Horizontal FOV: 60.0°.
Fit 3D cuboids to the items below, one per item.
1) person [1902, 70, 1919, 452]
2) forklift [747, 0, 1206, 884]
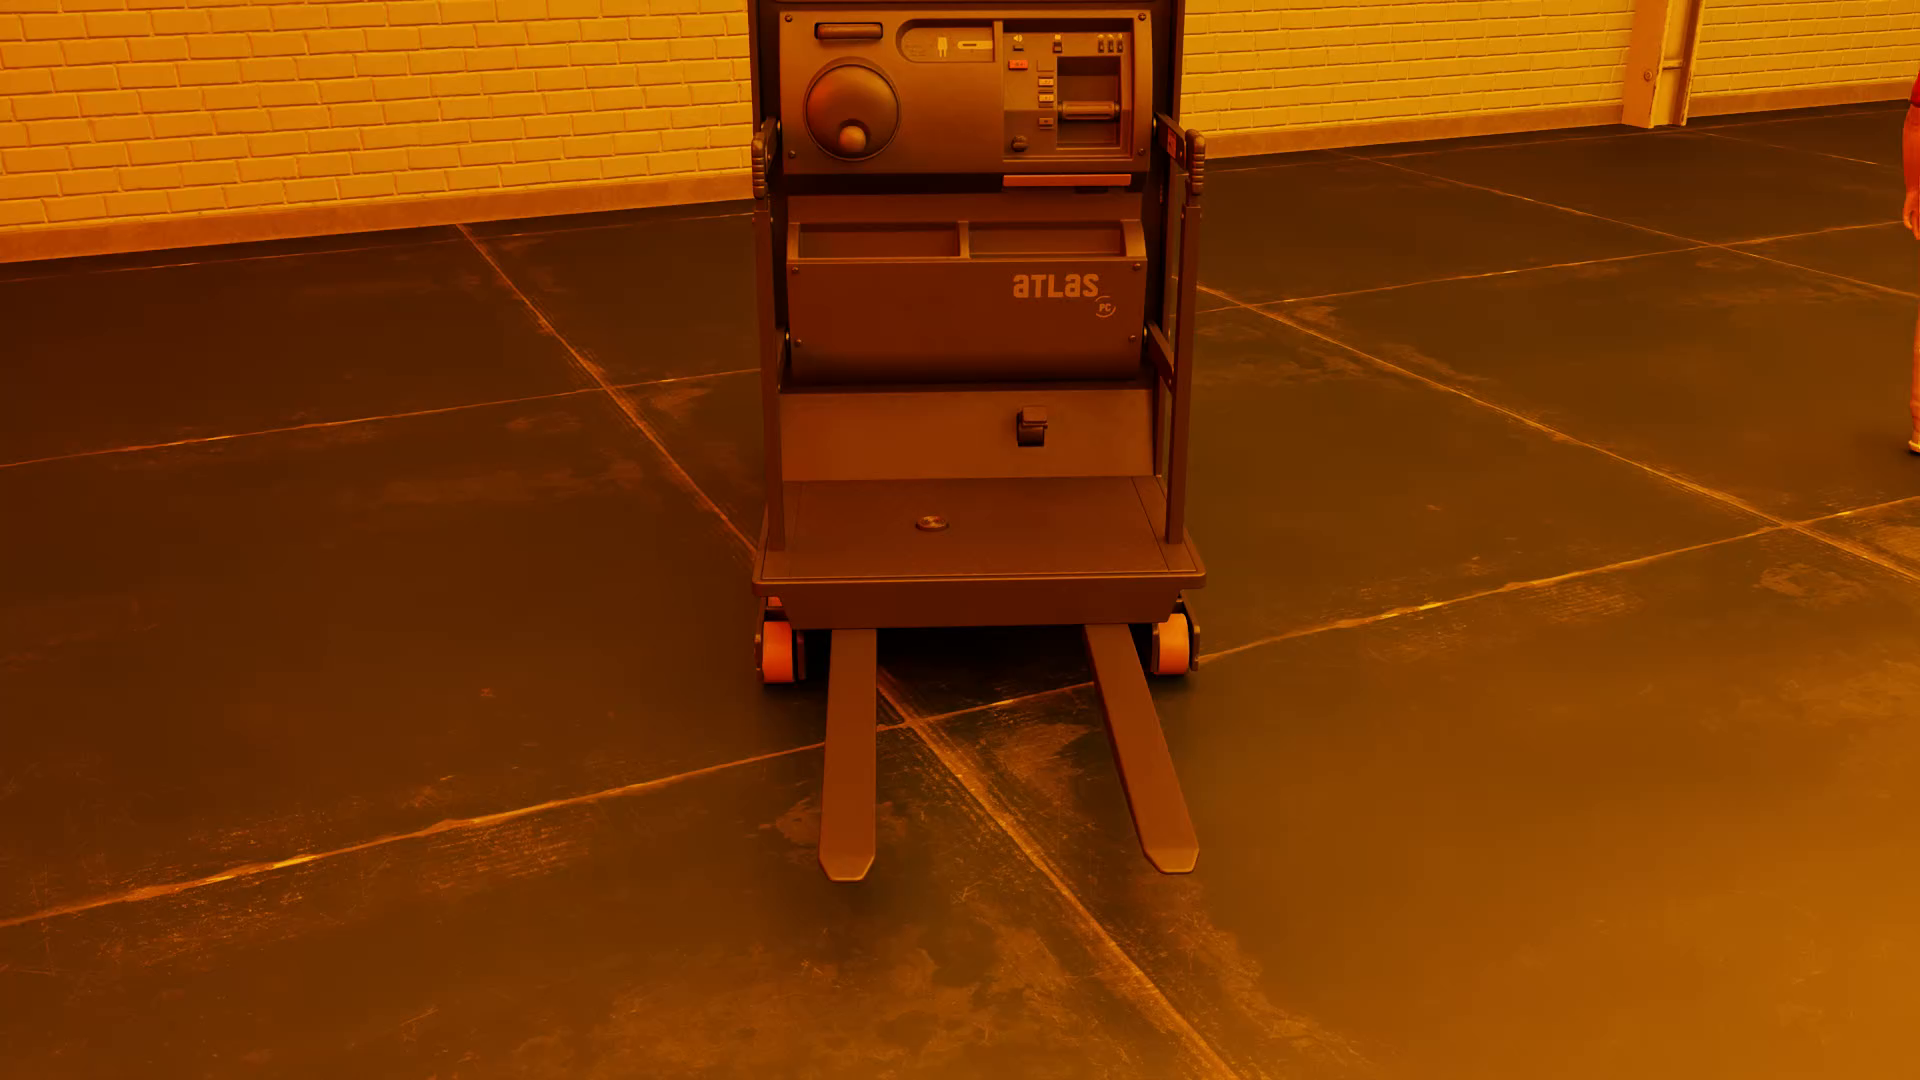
[{"bbox_3d":[3.482,-1.113,5.515,0.551,1.727,0.640,-14,27,-31],"label":"person"},{"bbox_3d":[0.028,-1.113,3.964,1.130,2.935,3.031,-1,23,-2],"label":"forklift"}]
